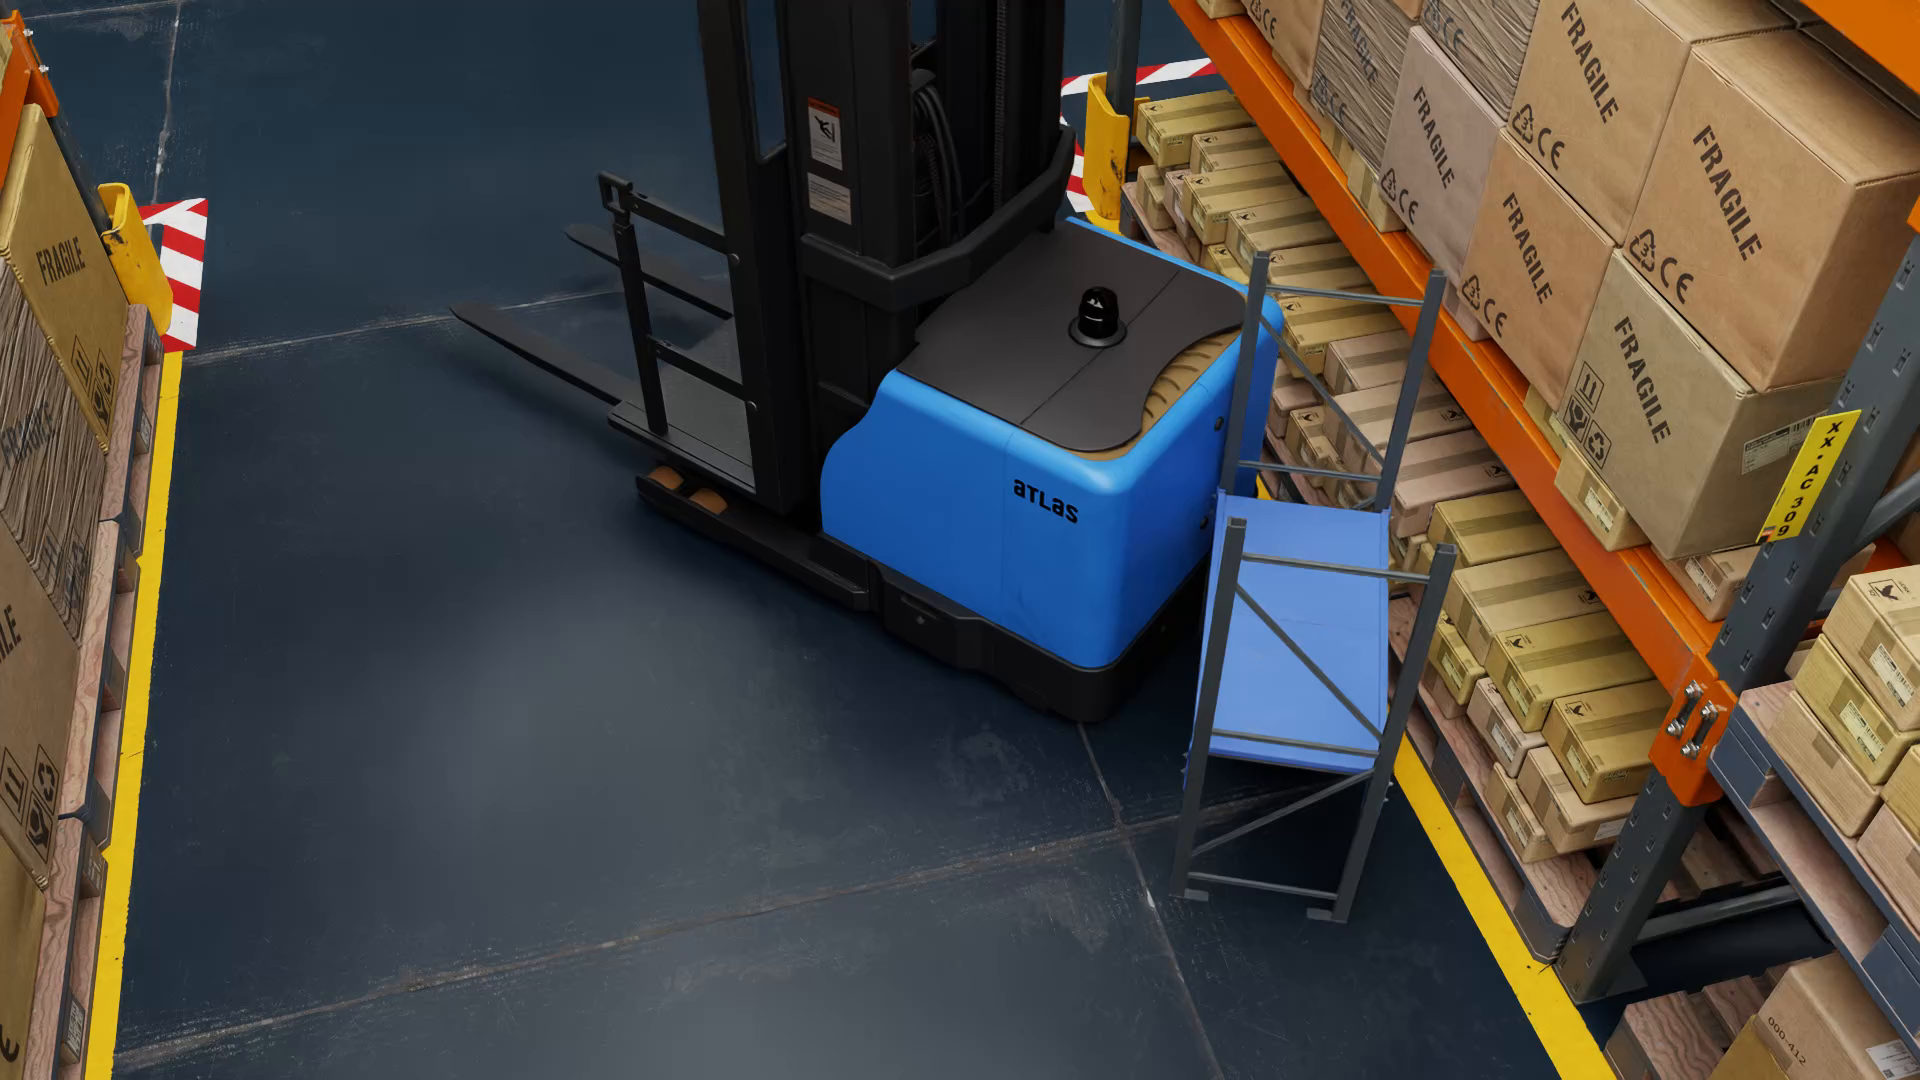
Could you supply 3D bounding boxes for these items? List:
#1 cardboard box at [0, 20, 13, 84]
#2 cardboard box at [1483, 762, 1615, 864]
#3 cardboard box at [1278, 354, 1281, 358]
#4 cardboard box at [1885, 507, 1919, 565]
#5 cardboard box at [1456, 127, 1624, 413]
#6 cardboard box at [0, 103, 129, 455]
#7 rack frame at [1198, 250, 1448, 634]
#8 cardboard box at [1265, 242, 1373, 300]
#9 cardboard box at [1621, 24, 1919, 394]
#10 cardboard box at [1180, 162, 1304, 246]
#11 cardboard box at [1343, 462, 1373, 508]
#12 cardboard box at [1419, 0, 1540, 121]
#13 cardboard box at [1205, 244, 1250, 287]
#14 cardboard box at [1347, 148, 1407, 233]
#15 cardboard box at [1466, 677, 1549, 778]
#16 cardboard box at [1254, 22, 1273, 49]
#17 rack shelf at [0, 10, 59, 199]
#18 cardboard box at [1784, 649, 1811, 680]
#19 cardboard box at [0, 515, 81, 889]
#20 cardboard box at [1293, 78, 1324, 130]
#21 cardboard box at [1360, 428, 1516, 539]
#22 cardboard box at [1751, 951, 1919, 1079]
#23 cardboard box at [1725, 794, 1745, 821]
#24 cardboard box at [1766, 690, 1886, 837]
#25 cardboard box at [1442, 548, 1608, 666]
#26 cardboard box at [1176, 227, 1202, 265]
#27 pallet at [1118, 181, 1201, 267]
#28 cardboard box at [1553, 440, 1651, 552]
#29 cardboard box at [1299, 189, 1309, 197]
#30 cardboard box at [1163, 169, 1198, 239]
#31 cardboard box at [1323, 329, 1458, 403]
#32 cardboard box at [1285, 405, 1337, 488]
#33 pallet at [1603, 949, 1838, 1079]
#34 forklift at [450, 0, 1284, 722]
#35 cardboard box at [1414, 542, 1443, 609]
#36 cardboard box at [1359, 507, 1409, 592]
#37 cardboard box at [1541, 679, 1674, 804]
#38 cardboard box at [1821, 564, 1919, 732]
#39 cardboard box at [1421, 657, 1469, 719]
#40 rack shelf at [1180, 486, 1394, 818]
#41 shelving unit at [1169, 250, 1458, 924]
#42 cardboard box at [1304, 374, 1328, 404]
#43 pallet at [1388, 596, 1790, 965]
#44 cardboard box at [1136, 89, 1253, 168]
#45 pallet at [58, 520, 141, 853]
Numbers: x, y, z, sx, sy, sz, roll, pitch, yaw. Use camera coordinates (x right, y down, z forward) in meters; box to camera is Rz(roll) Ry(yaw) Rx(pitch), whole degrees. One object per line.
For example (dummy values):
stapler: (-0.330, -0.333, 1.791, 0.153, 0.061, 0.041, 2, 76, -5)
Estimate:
cardboard box: (-3.302, -1.569, 5.363, 0.380, 0.149, 0.250, -10, 46, -10)
cardboard box: (1.704, 0.725, 4.642, 0.380, 0.149, 0.250, -10, 46, -10)
cardboard box: (1.267, -0.717, 6.055, 0.380, 0.149, 0.250, -11, 47, -10)
cardboard box: (2.377, -0.085, 3.909, 0.380, 0.149, 0.250, -9, 46, -9)
cardboard box: (1.605, -0.698, 4.055, 0.500, 0.500, 0.500, -12, 47, -11)
cardboard box: (-3.470, -0.818, 5.645, 0.875, 0.875, 0.875, -11, 47, -10)
rack frame: (1.025, -0.200, 4.894, 0.500, 1.500, 0.032, 7, 46, 7)
cardboard box: (1.248, -0.898, 5.815, 0.380, 0.149, 0.250, -9, 46, -9)
cardboard box: (1.751, -0.682, 3.340, 0.500, 0.500, 0.500, -12, 47, -12)
cardboard box: (1.042, -1.247, 6.157, 0.380, 0.149, 0.250, -11, 47, -10)
cardboard box: (1.476, -0.249, 5.387, 0.380, 0.149, 0.250, -13, 47, -12)
cardboard box: (1.497, -1.394, 4.037, 0.500, 0.500, 0.500, -10, 46, -9)
cardboard box: (1.120, -0.975, 6.099, 0.380, 0.149, 0.250, -9, 46, -9)
cardboard box: (1.364, -1.050, 4.855, 0.380, 0.149, 0.250, -10, 46, -10)
cardboard box: (1.664, 0.485, 4.668, 0.380, 0.149, 0.250, -13, 47, -12)
cardboard box: (1.196, -1.790, 5.580, 0.380, 0.149, 0.250, -9, 46, -8)
rack shelf: (-3.199, -0.210, 4.359, 1.077, 0.370, 4.000, -11, 47, -10)
cardboard box: (2.245, 0.449, 4.495, 0.380, 0.149, 0.250, -9, 46, -9)
cardboard box: (-3.009, 0.425, 4.427, 0.875, 0.875, 0.875, -11, 47, -10)
cardboard box: (1.278, -1.423, 5.220, 0.380, 0.149, 0.250, -12, 47, -11)
cardboard box: (1.467, -0.176, 5.108, 0.380, 0.149, 0.250, -13, 47, -12)
cardboard box: (2.067, 1.106, 3.497, 0.500, 0.250, 0.500, -13, 47, -12)
cardboard box: (2.351, 0.623, 4.741, 0.380, 0.149, 0.250, -13, 47, -12)
cardboard box: (1.789, 0.379, 3.160, 0.380, 0.149, 0.250, -13, 47, -12)
cardboard box: (1.616, 0.187, 4.752, 0.380, 0.149, 0.250, -11, 47, -11)
cardboard box: (1.080, -1.242, 6.569, 0.380, 0.149, 0.250, -11, 47, -10)
pallet: (1.302, -1.083, 6.664, 1.003, 0.211, 1.213, -11, 47, -10)
cardboard box: (1.663, -0.142, 3.965, 0.380, 0.149, 0.250, -12, 47, -11)
cardboard box: (1.535, -1.430, 6.545, 0.380, 0.149, 0.250, -12, 47, -11)
cardboard box: (1.011, -1.324, 6.442, 0.380, 0.149, 0.250, -11, 47, -11)
cardboard box: (1.428, -0.552, 5.476, 0.380, 0.149, 0.250, -11, 47, -10)
cardboard box: (1.343, -0.343, 5.688, 0.380, 0.149, 0.250, -11, 47, -10)
pallet: (2.334, 1.596, 4.038, 1.003, 0.211, 1.213, -11, 47, -10)
forklift: (-0.512, -1.319, 4.991, 3.031, 2.935, 1.130, 27, 51, 24)
cardboard box: (1.609, 0.112, 5.033, 0.380, 0.149, 0.250, -10, 46, -10)
cardboard box: (1.438, 0.010, 5.342, 0.380, 0.149, 0.250, -11, 47, -10)
cardboard box: (1.791, 0.527, 4.419, 0.380, 0.149, 0.250, -9, 46, -9)
cardboard box: (1.789, 0.171, 2.947, 0.380, 0.149, 0.250, -9, 46, -8)
cardboard box: (1.588, 0.359, 5.000, 0.380, 0.149, 0.250, -12, 47, -12)
rack shelf: (0.934, 0.284, 4.672, 0.538, 0.185, 1.000, 7, 46, 7)
shelving unit: (0.934, 0.158, 4.544, 0.538, 1.500, 1.048, 7, 46, 7)
cardboard box: (1.389, -0.629, 5.760, 0.380, 0.149, 0.250, -9, 46, -8)
pallet: (1.927, 0.601, 5.013, 1.003, 0.211, 1.213, -11, 47, -10)
cardboard box: (0.915, -1.613, 6.516, 0.380, 0.149, 0.250, -13, 47, -12)
pallet: (-3.122, 0.512, 5.100, 1.003, 0.211, 1.213, -11, 47, -10)
